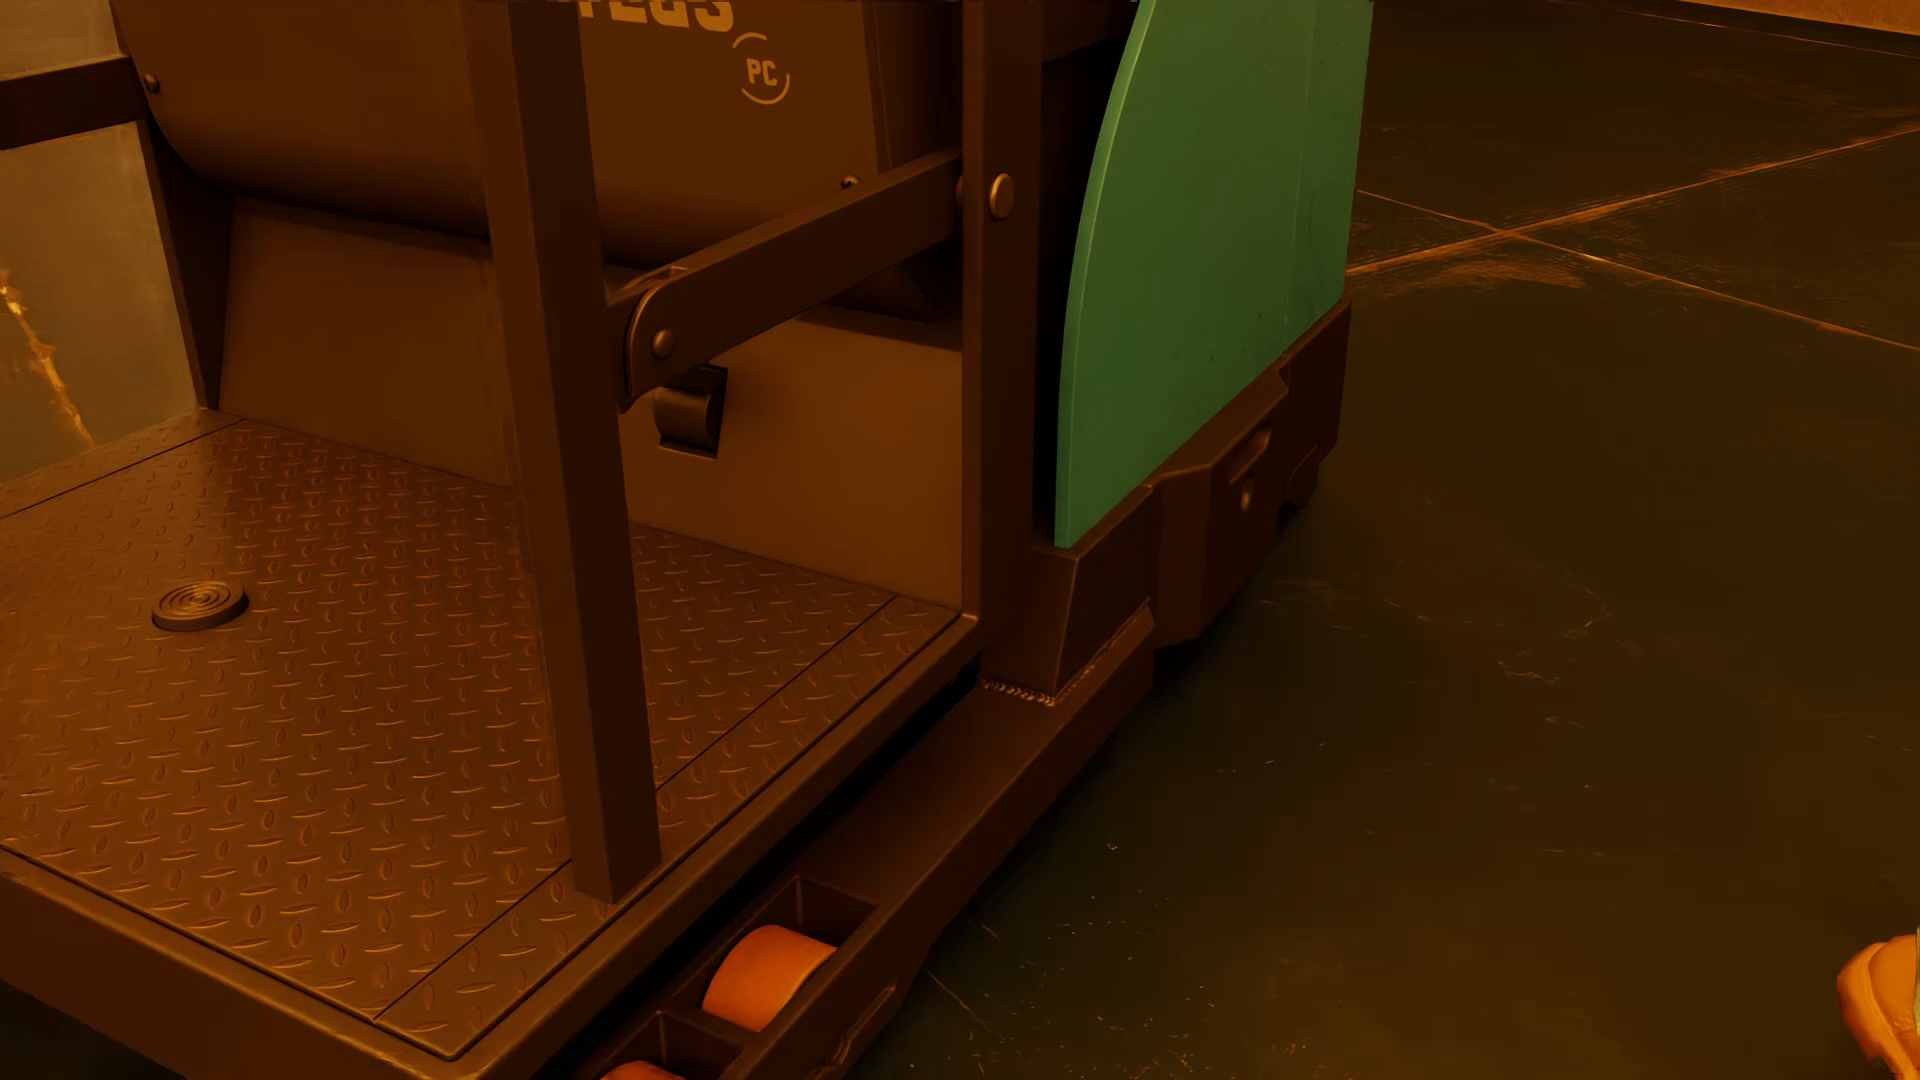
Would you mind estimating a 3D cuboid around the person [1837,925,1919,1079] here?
[{"bbox_3d":[1.250,-0.111,1.087,0.957,1.469,1.002,14,30,25],"label":"person"}]

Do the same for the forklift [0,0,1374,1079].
[{"bbox_3d":[-0.552,-0.954,1.133,1.130,2.935,3.031,14,30,26],"label":"forklift"}]
